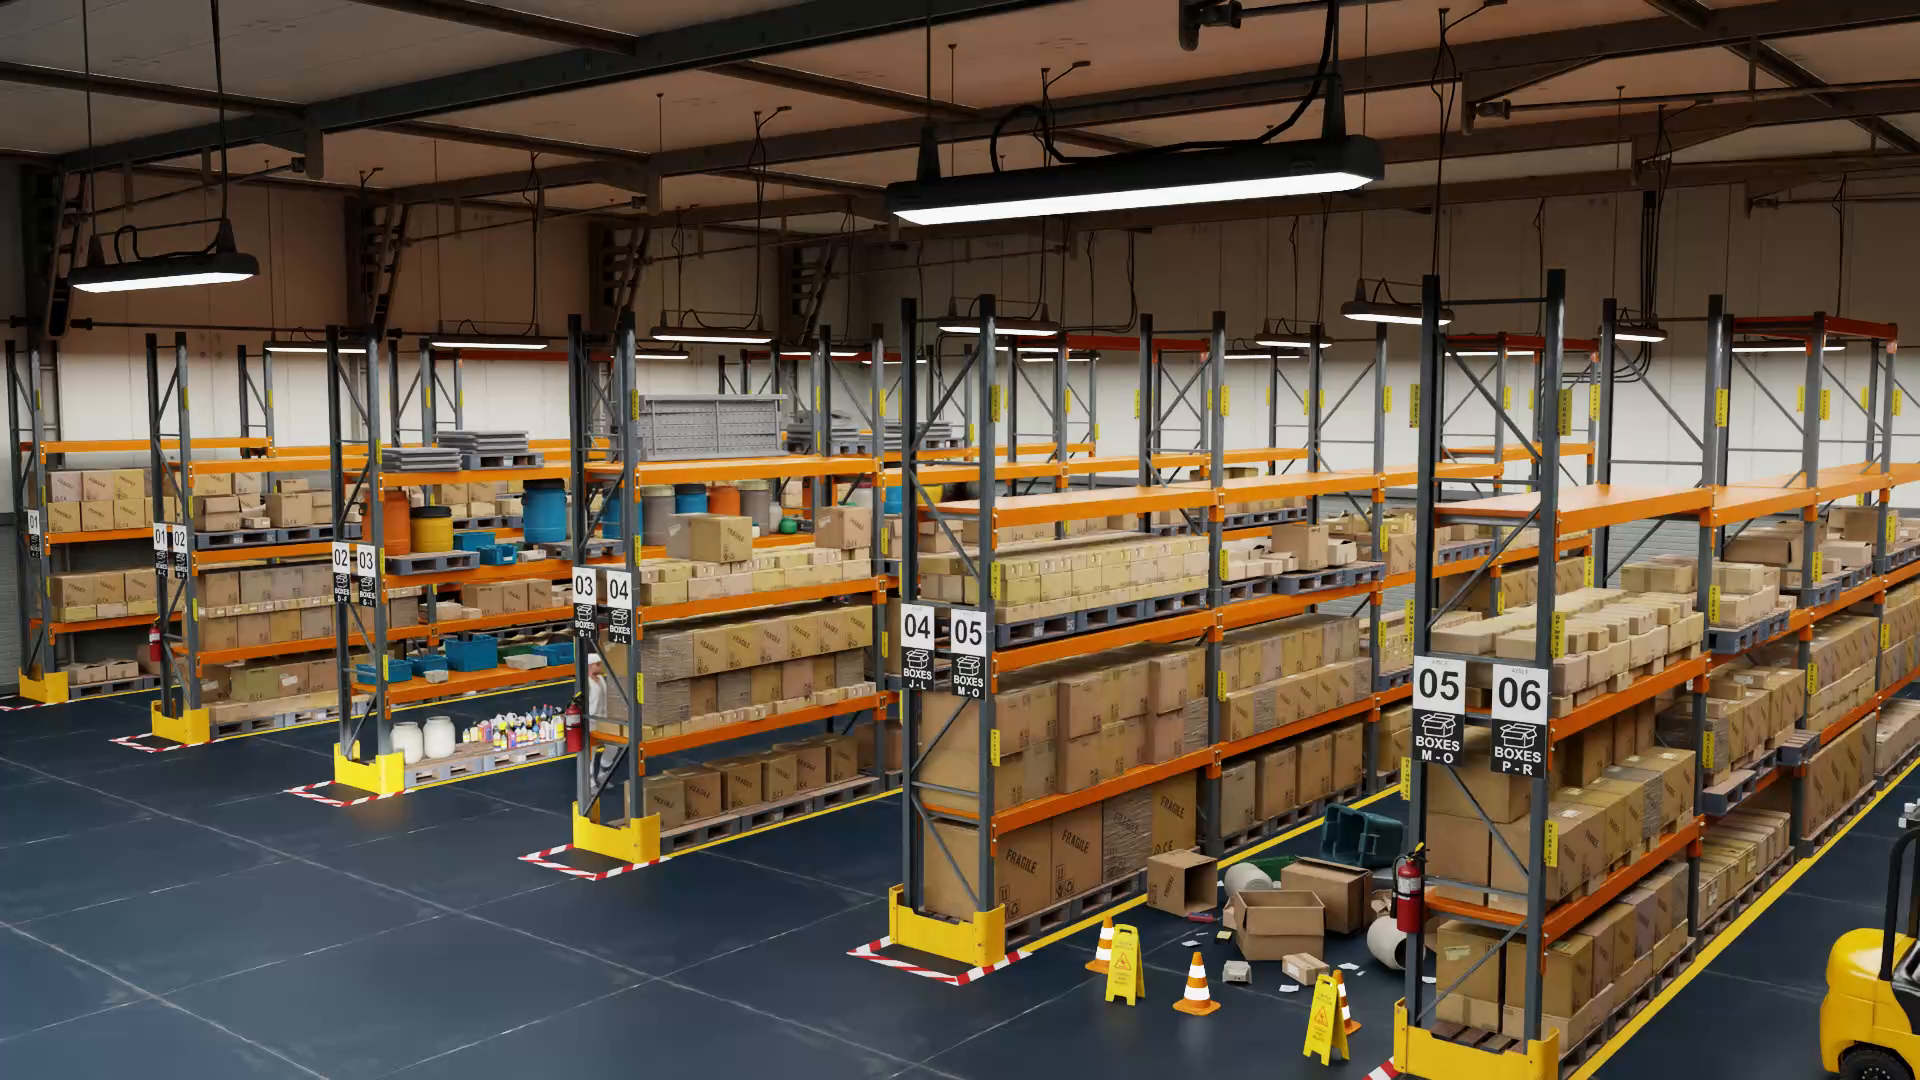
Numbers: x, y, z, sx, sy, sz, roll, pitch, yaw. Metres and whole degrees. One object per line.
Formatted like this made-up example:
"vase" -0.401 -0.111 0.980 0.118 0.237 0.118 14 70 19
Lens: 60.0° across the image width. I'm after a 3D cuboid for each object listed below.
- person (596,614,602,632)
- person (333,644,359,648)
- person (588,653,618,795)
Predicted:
"person" -7.181 1.442 32.533 0.344 1.607 0.441 3 6 30
"person" -11.242 1.551 30.161 0.702 1.788 0.443 -3 6 -34
"person" -4.697 2.360 21.400 0.402 1.812 0.610 3 6 31
